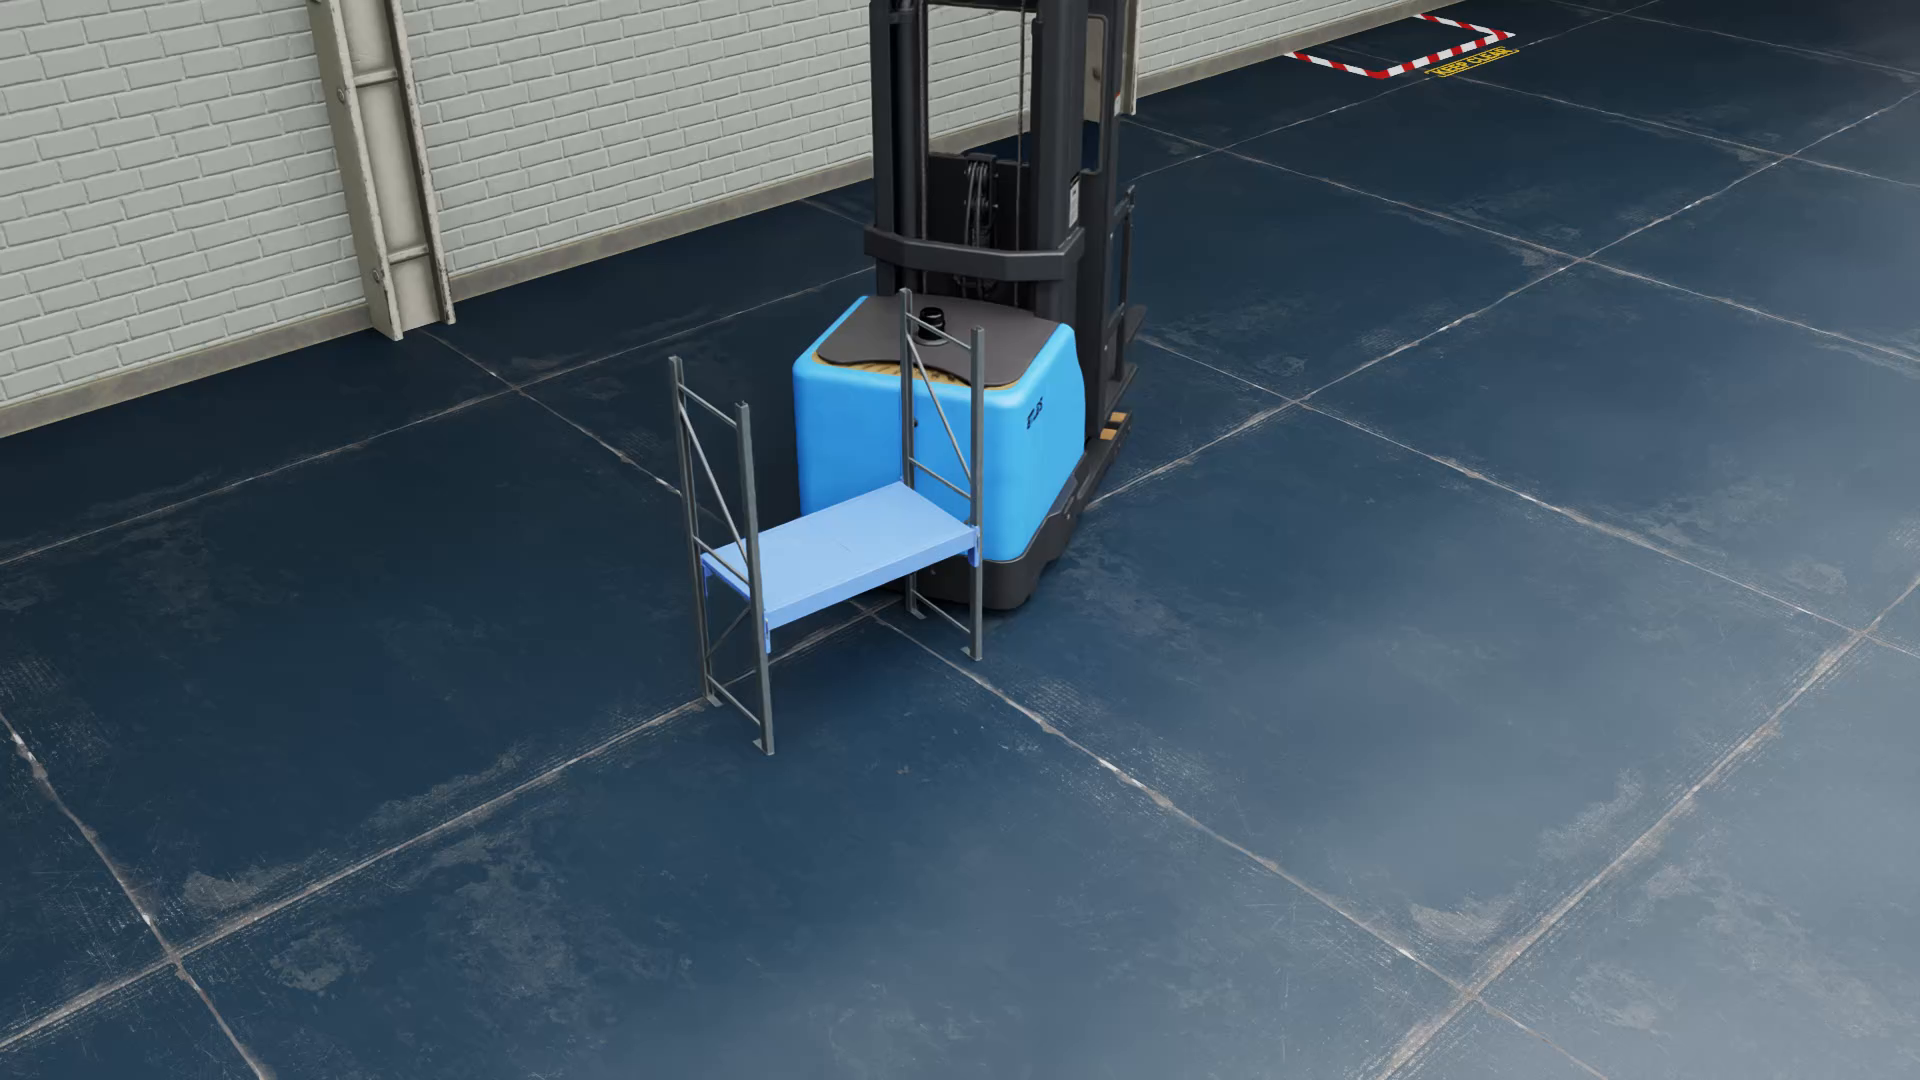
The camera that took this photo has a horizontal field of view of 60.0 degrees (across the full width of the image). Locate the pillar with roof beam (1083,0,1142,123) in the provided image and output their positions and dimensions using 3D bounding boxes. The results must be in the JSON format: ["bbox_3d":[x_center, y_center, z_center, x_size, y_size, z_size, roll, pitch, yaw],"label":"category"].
[{"bbox_3d":[4.092,-5.602,8.286,0.400,9.000,9.100,-26,40,-35],"label":"pillar with roof beam"}]

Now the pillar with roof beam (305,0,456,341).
[{"bbox_3d":[-0.308,-3.474,4.806,0.400,9.000,9.100,-26,40,-35],"label":"pillar with roof beam"}]

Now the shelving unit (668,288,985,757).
[{"bbox_3d":[-0.475,-0.076,6.436,1.048,1.500,0.538,-22,38,-31],"label":"shelving unit"}]

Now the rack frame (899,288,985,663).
[{"bbox_3d":[-0.073,-0.238,6.701,0.032,1.500,0.500,-22,38,-31],"label":"rack frame"}]

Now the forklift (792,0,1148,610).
[{"bbox_3d":[0.250,-1.710,7.736,1.130,2.935,3.031,10,33,16],"label":"forklift"}]

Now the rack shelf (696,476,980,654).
[{"bbox_3d":[-0.475,0.078,6.530,1.000,0.185,0.538,-22,38,-31],"label":"rack shelf"}]

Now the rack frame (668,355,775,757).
[{"bbox_3d":[-0.878,0.087,6.171,0.032,1.500,0.500,-22,38,-31],"label":"rack frame"}]
